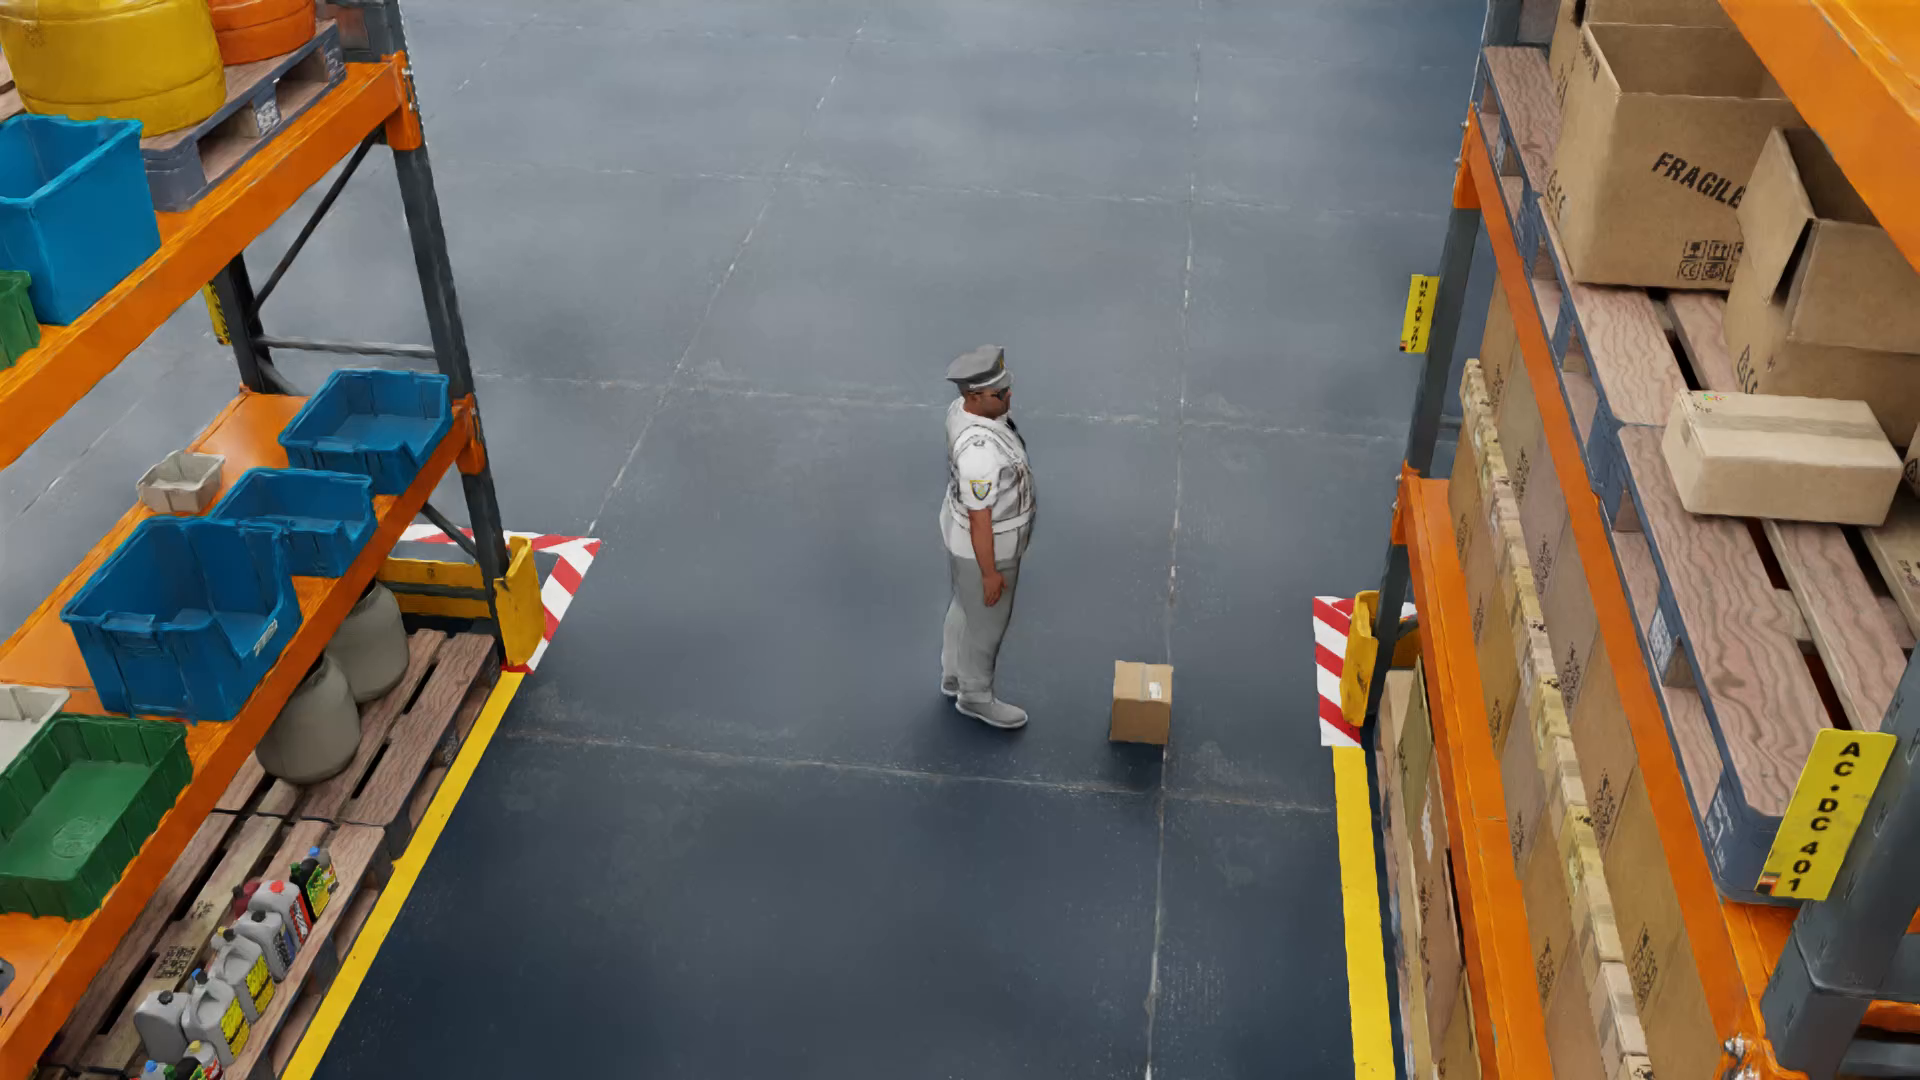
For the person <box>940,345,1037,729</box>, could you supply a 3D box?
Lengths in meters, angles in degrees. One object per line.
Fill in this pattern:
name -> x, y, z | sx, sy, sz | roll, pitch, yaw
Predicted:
person -> 0.112, -0.033, 7.047 | 0.403, 1.784, 0.655 | -4, 36, -6
